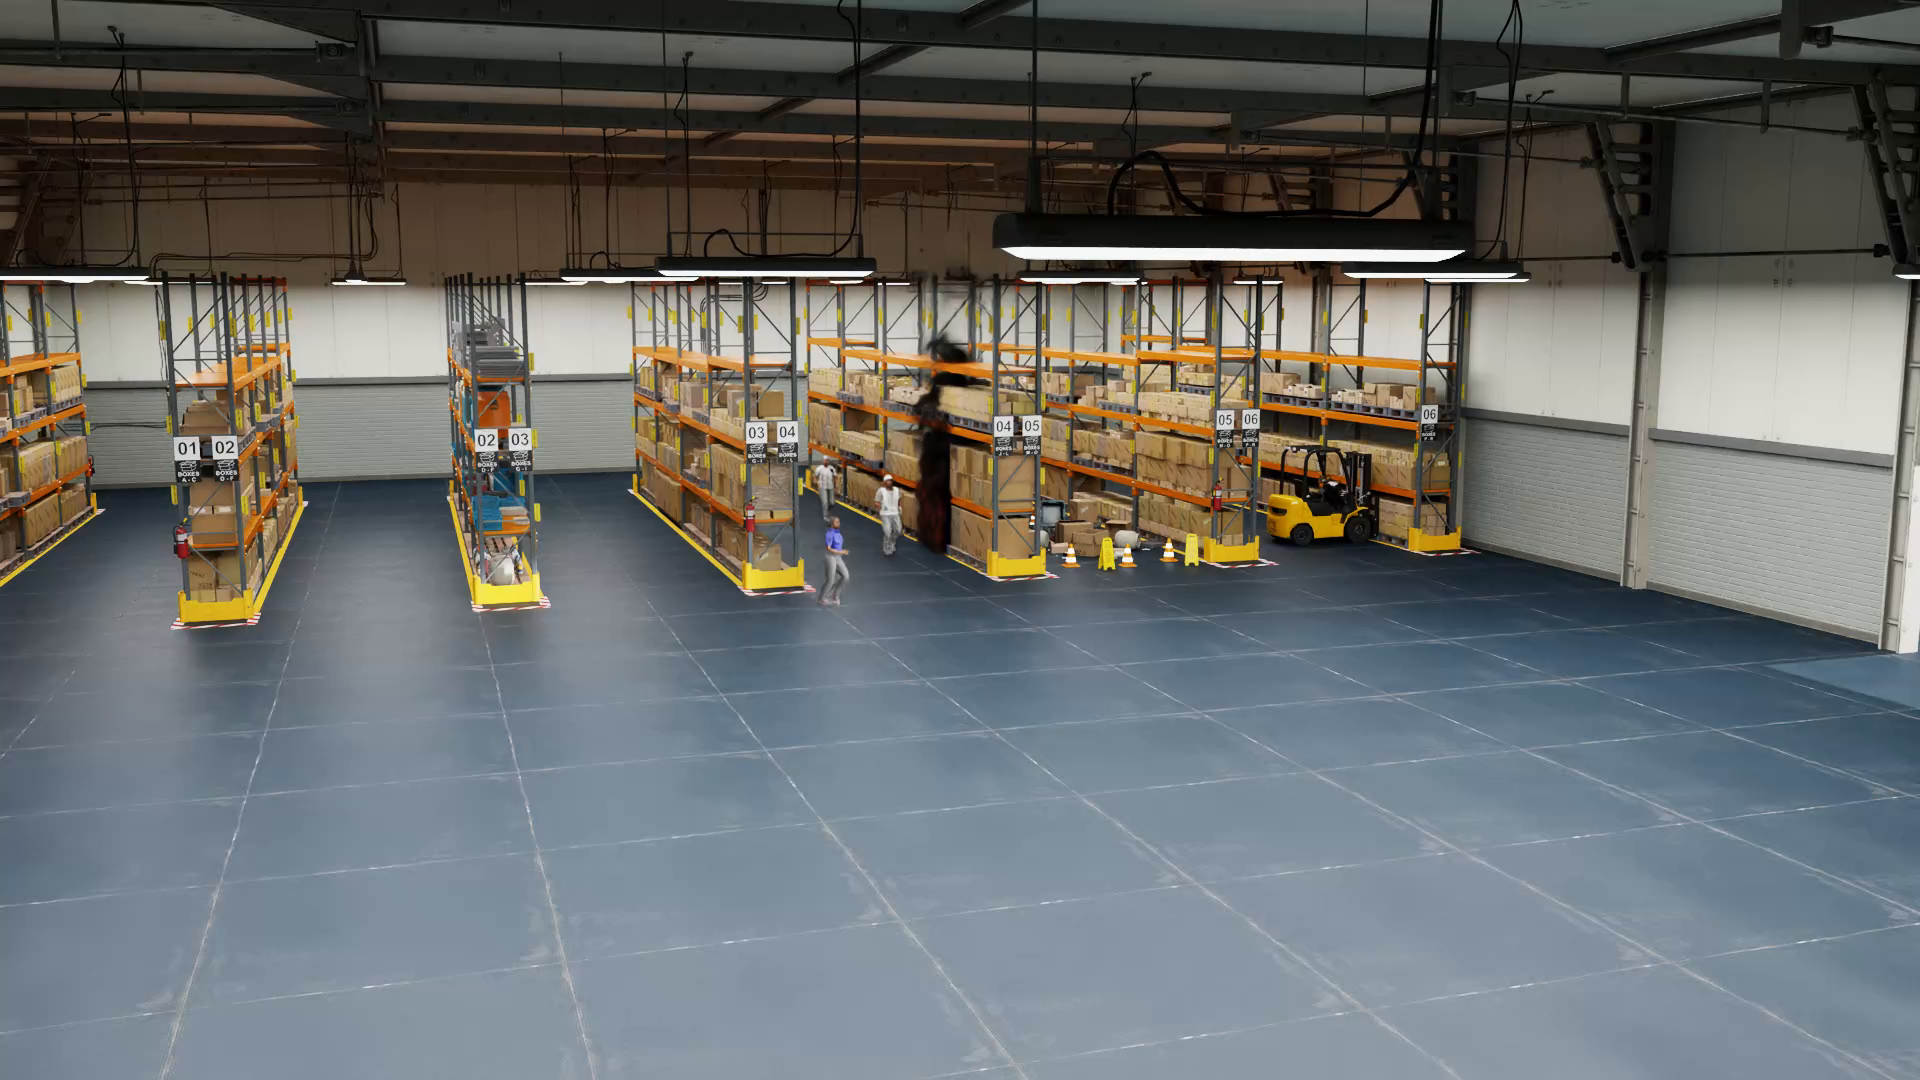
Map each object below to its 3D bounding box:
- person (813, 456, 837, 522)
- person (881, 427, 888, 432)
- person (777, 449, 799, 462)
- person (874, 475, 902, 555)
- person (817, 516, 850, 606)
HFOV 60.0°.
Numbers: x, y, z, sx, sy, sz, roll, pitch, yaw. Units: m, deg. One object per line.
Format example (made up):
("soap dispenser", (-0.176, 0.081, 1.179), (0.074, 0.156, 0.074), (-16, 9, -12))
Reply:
("person", (-3.325, -1.281, 41.177), (0.613, 1.620, 0.669), (-3, 9, -18))
("person", (-2.188, -2.417, 48.237), (0.671, 1.801, 0.728), (-5, 10, -31))
("person", (-4.699, -1.935, 45.123), (0.685, 1.760, 0.621), (-2, 9, -13))
("person", (-1.489, -0.535, 35.791), (0.669, 1.737, 0.583), (-4, 9, -22))
("person", (-2.259, 0.398, 30.129), (0.680, 1.685, 0.587), (4, 9, 24))
